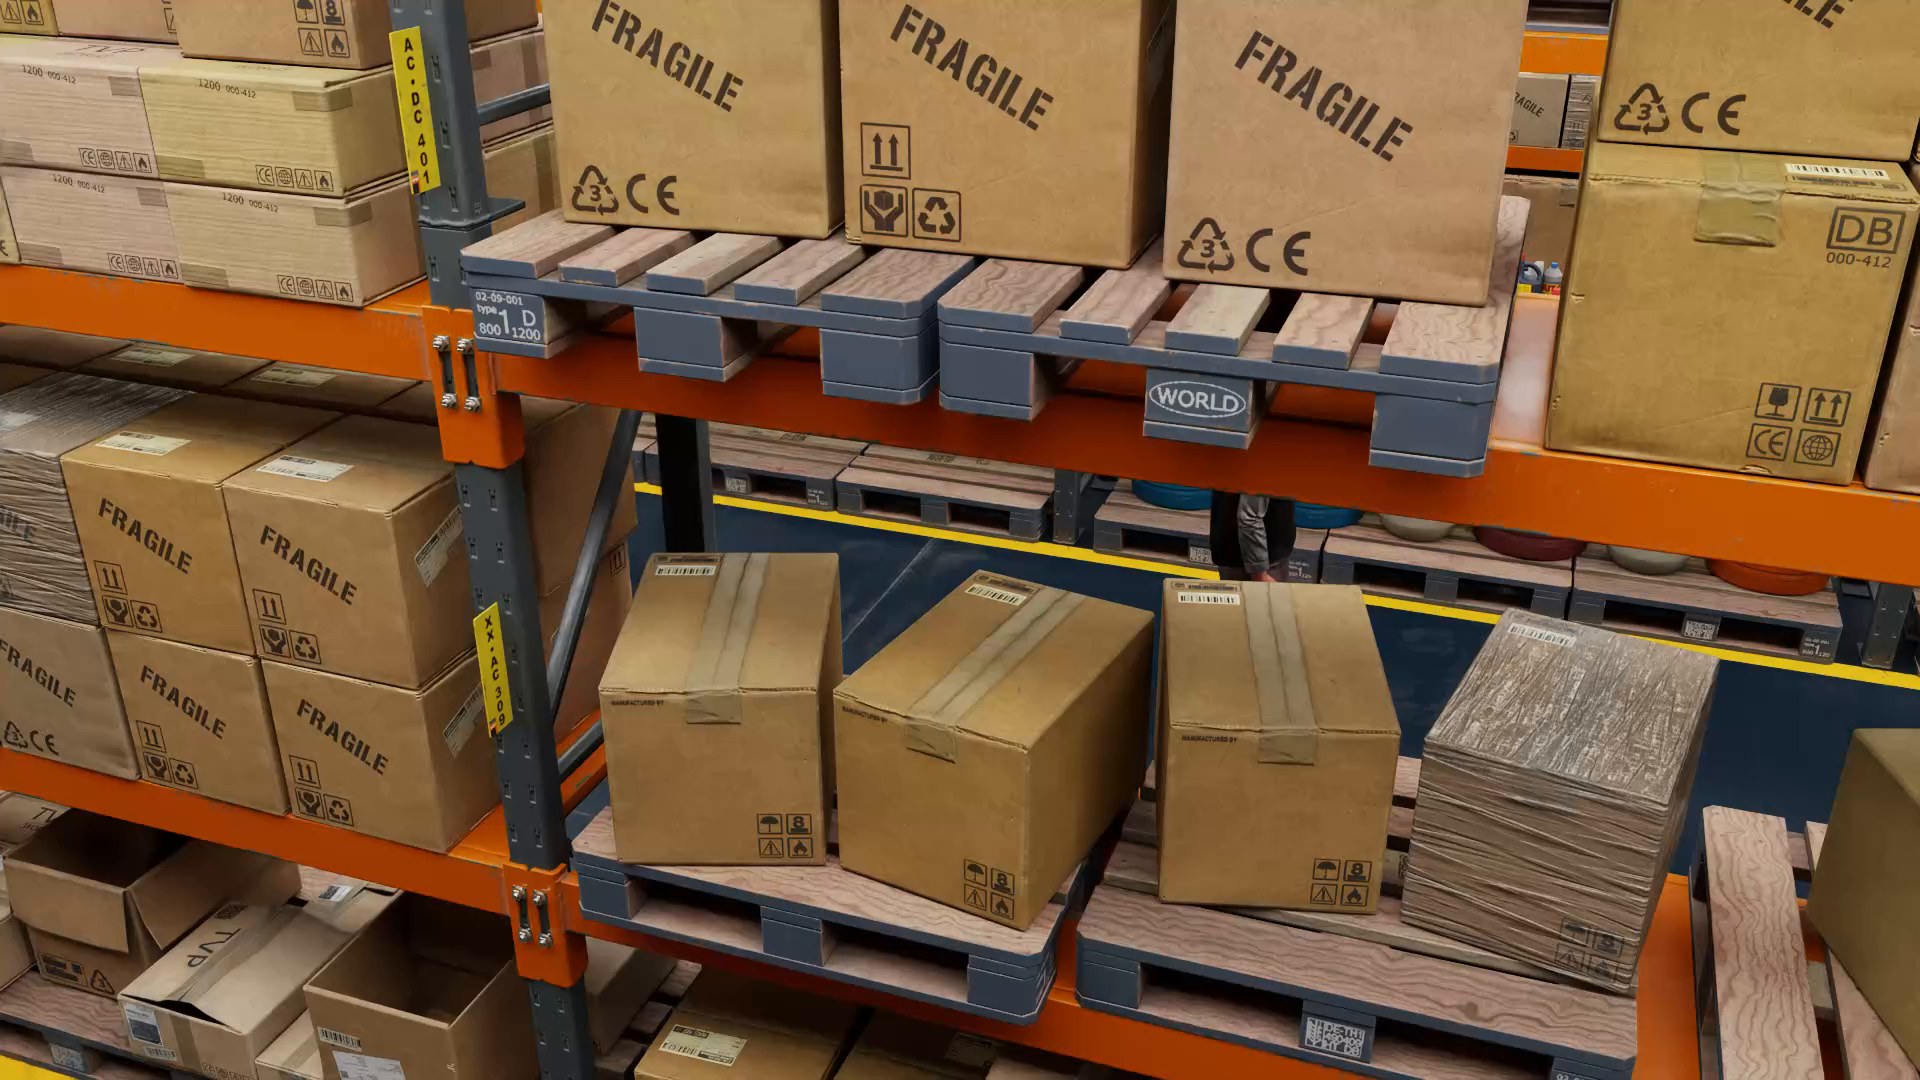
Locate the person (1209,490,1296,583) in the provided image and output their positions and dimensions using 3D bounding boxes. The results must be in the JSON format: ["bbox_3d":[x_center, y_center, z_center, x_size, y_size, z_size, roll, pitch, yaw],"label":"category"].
[{"bbox_3d":[1.254,0.114,7.025,0.422,1.613,0.579,7,27,15],"label":"person"}]
